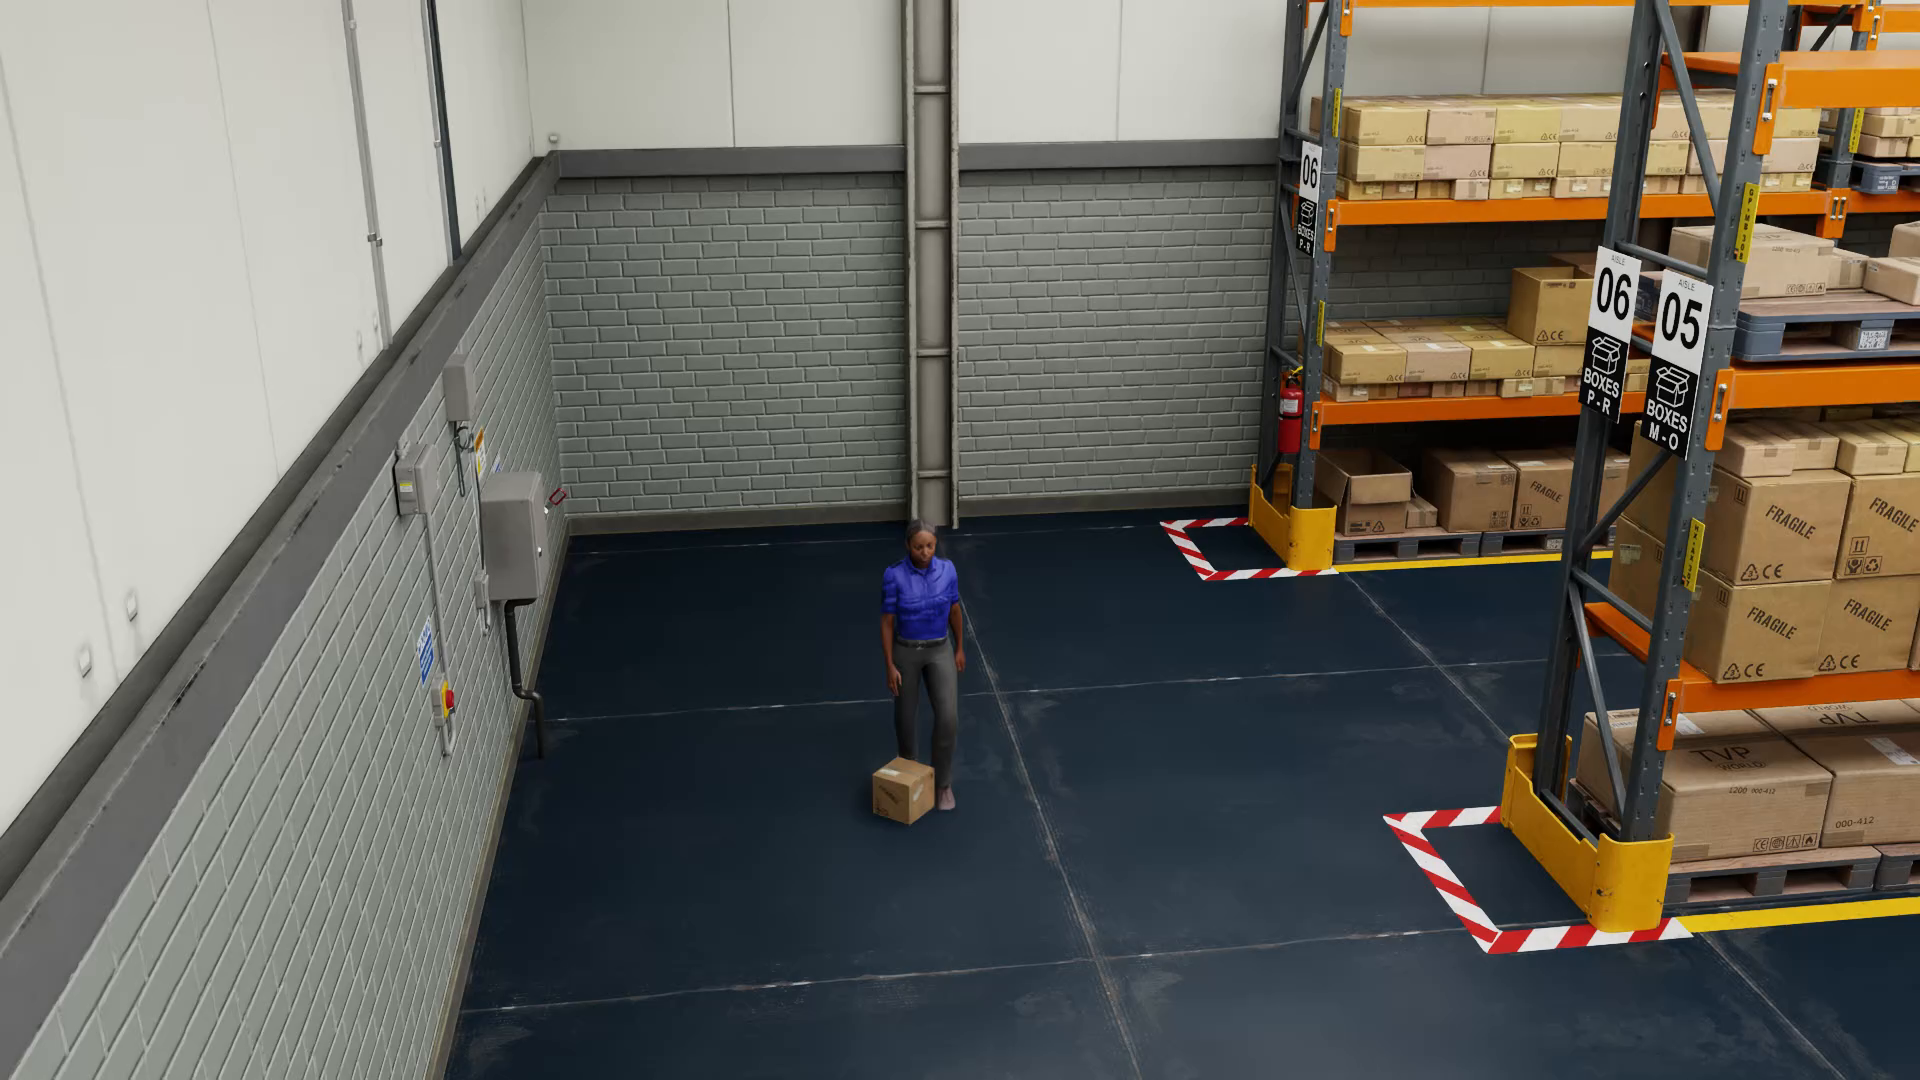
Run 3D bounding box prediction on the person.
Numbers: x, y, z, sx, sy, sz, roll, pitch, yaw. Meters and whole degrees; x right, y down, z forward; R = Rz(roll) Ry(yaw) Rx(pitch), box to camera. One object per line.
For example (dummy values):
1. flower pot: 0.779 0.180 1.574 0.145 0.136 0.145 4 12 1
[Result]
1. person: -0.203 0.687 9.289 0.504 1.734 0.581 -4 21 -12
